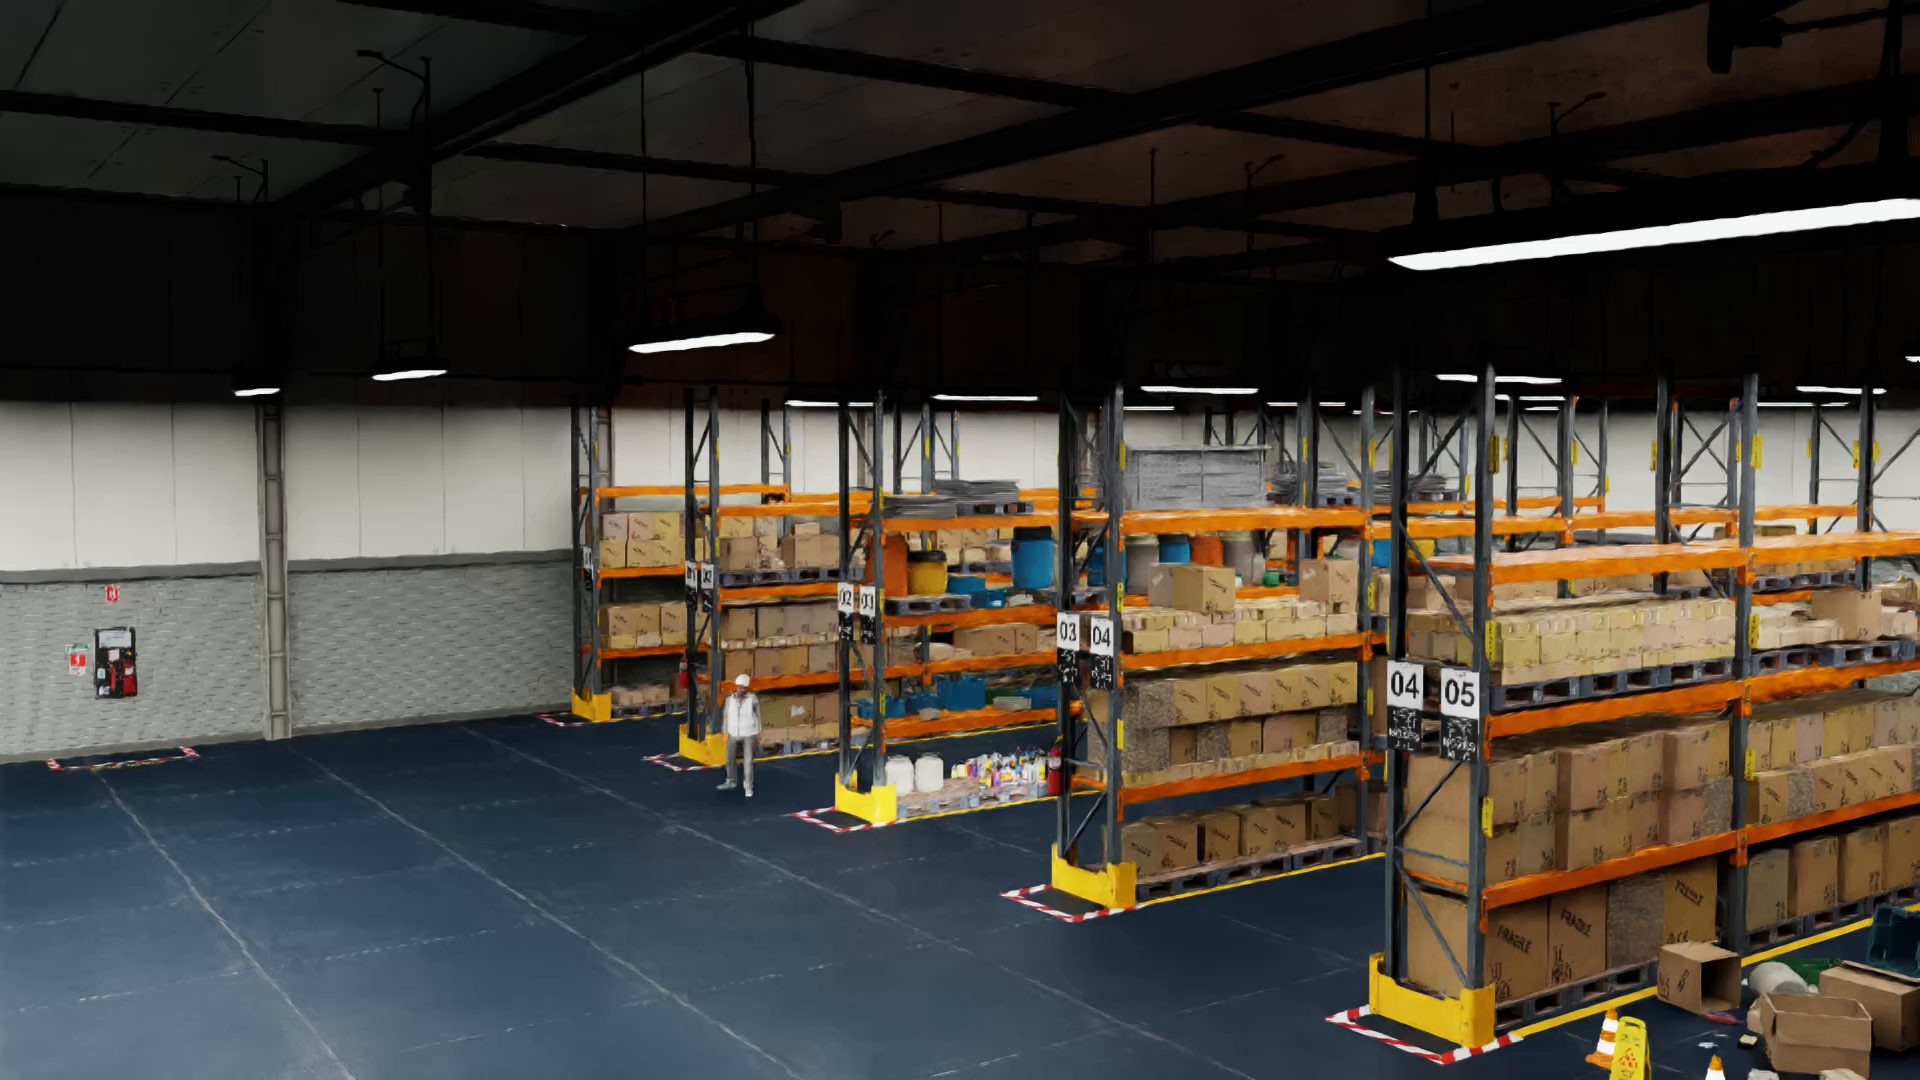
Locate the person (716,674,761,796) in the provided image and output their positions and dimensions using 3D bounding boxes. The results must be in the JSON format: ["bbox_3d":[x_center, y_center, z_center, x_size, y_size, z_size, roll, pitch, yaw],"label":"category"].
[{"bbox_3d":[-3.264,2.824,24.297,0.720,1.767,0.492,1,4,13],"label":"person"}]
